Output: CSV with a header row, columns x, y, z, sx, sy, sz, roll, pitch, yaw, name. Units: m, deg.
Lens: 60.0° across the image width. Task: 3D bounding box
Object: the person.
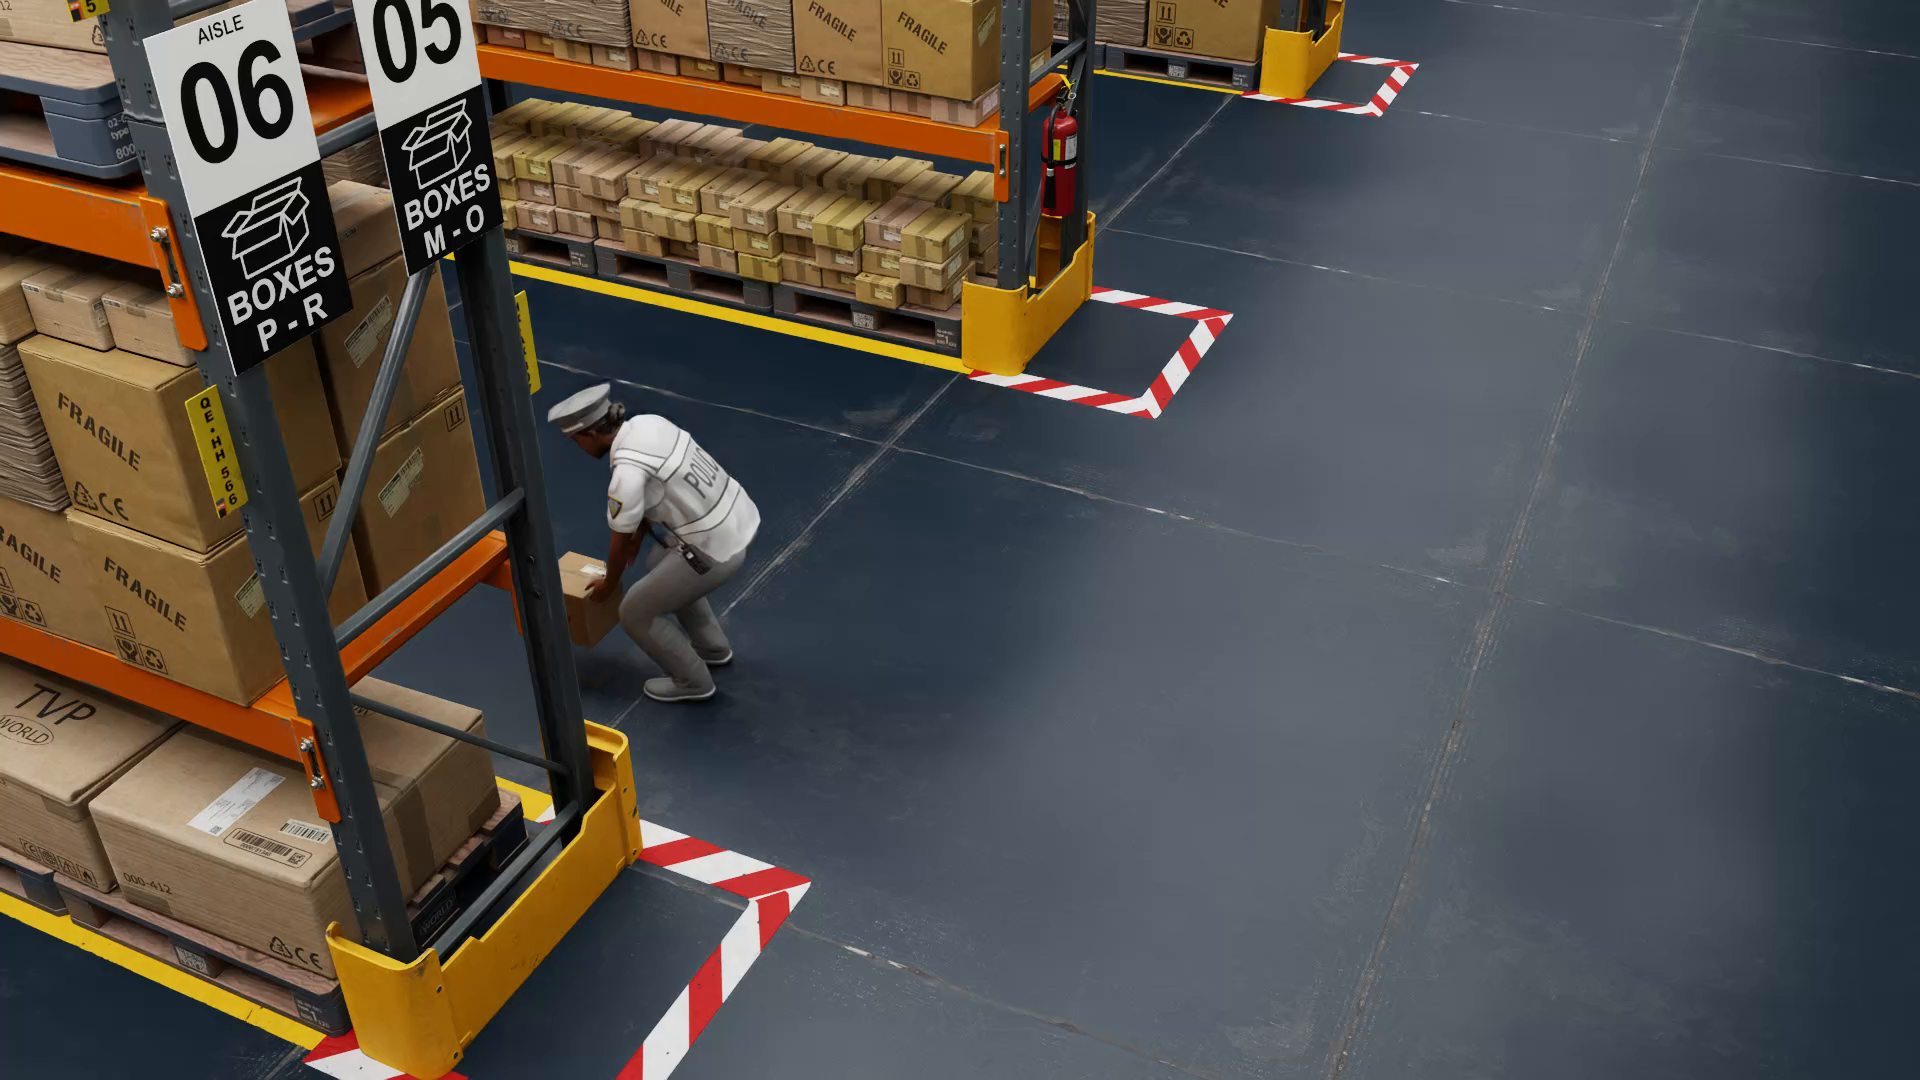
x,y,z,sx,sy,sz,roll,pitch,yaw,name
-1.148,0.021,6.416,0.739,1.333,0.486,6,34,8,person
